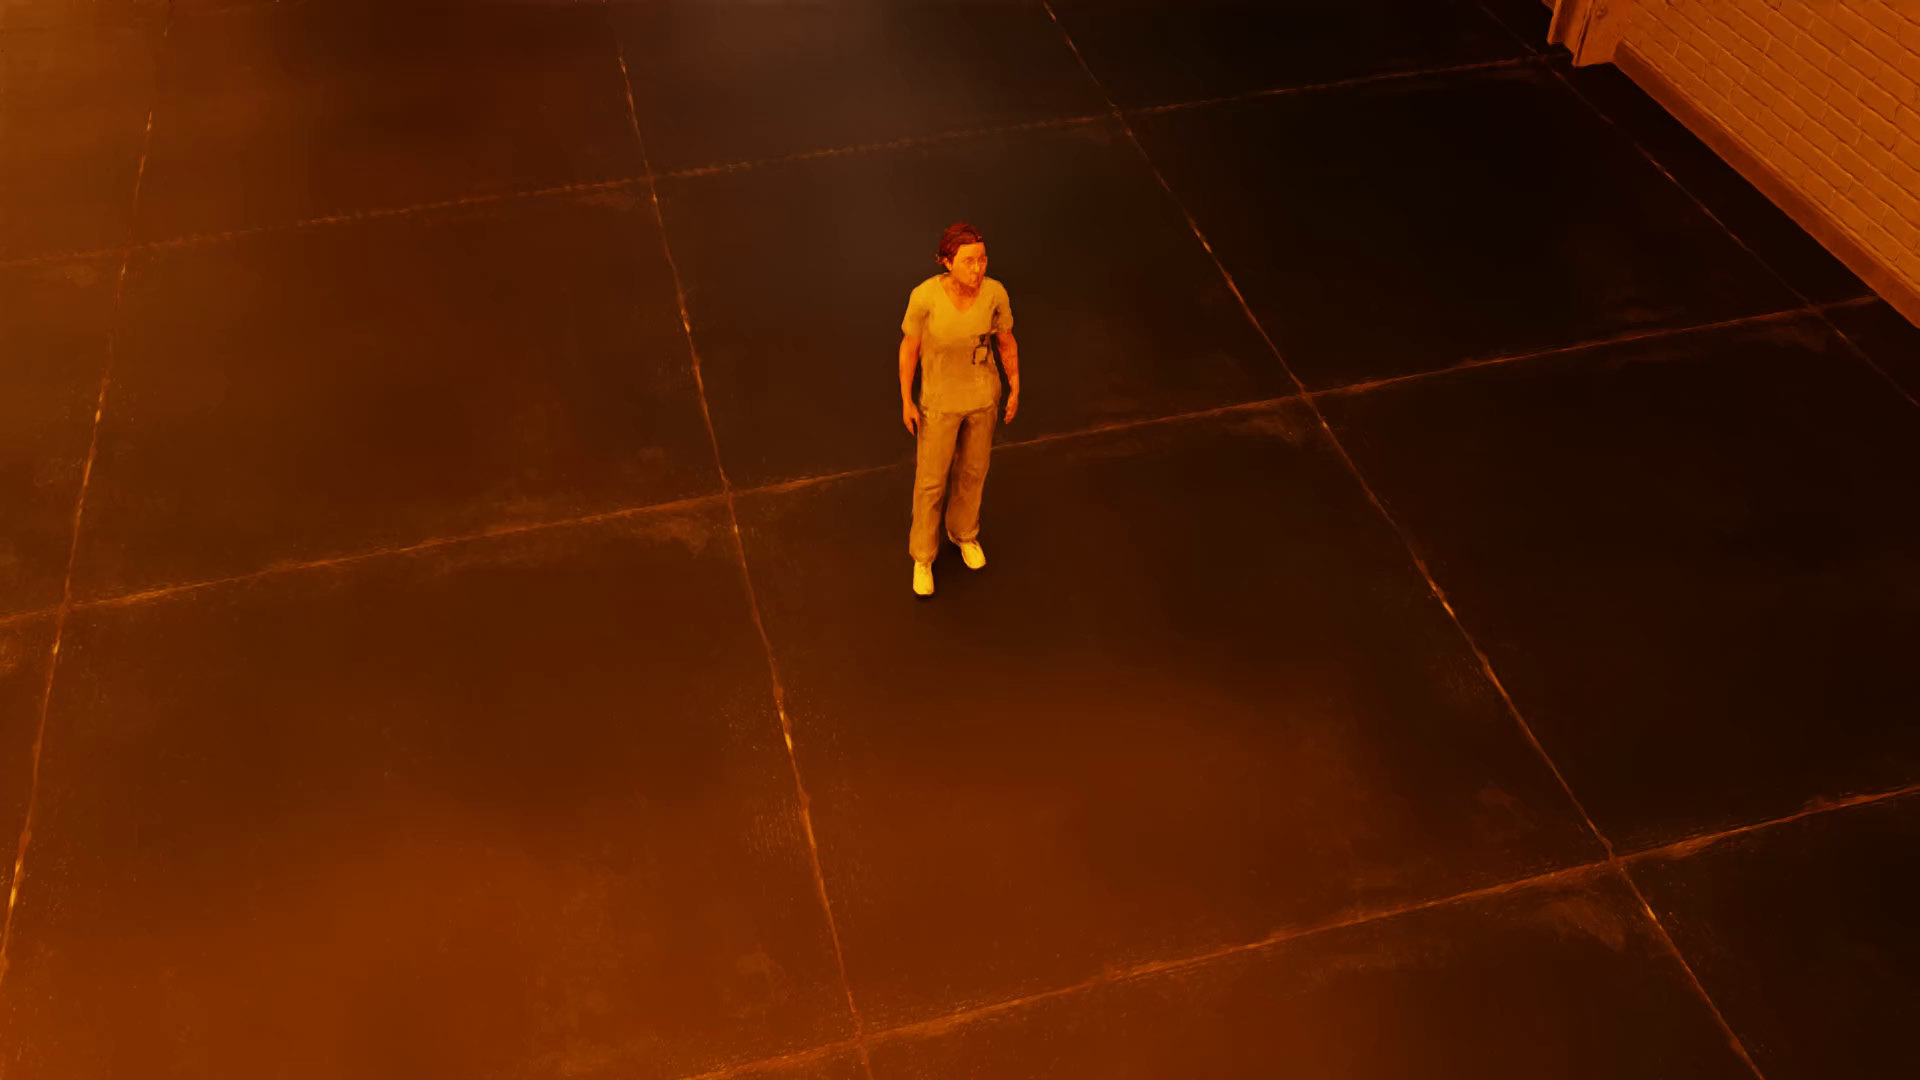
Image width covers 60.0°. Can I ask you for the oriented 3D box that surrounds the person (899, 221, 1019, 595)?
[{"bbox_3d":[0.006,-0.563,7.144,0.550,1.674,0.548,-10,44,-11],"label":"person"}]
